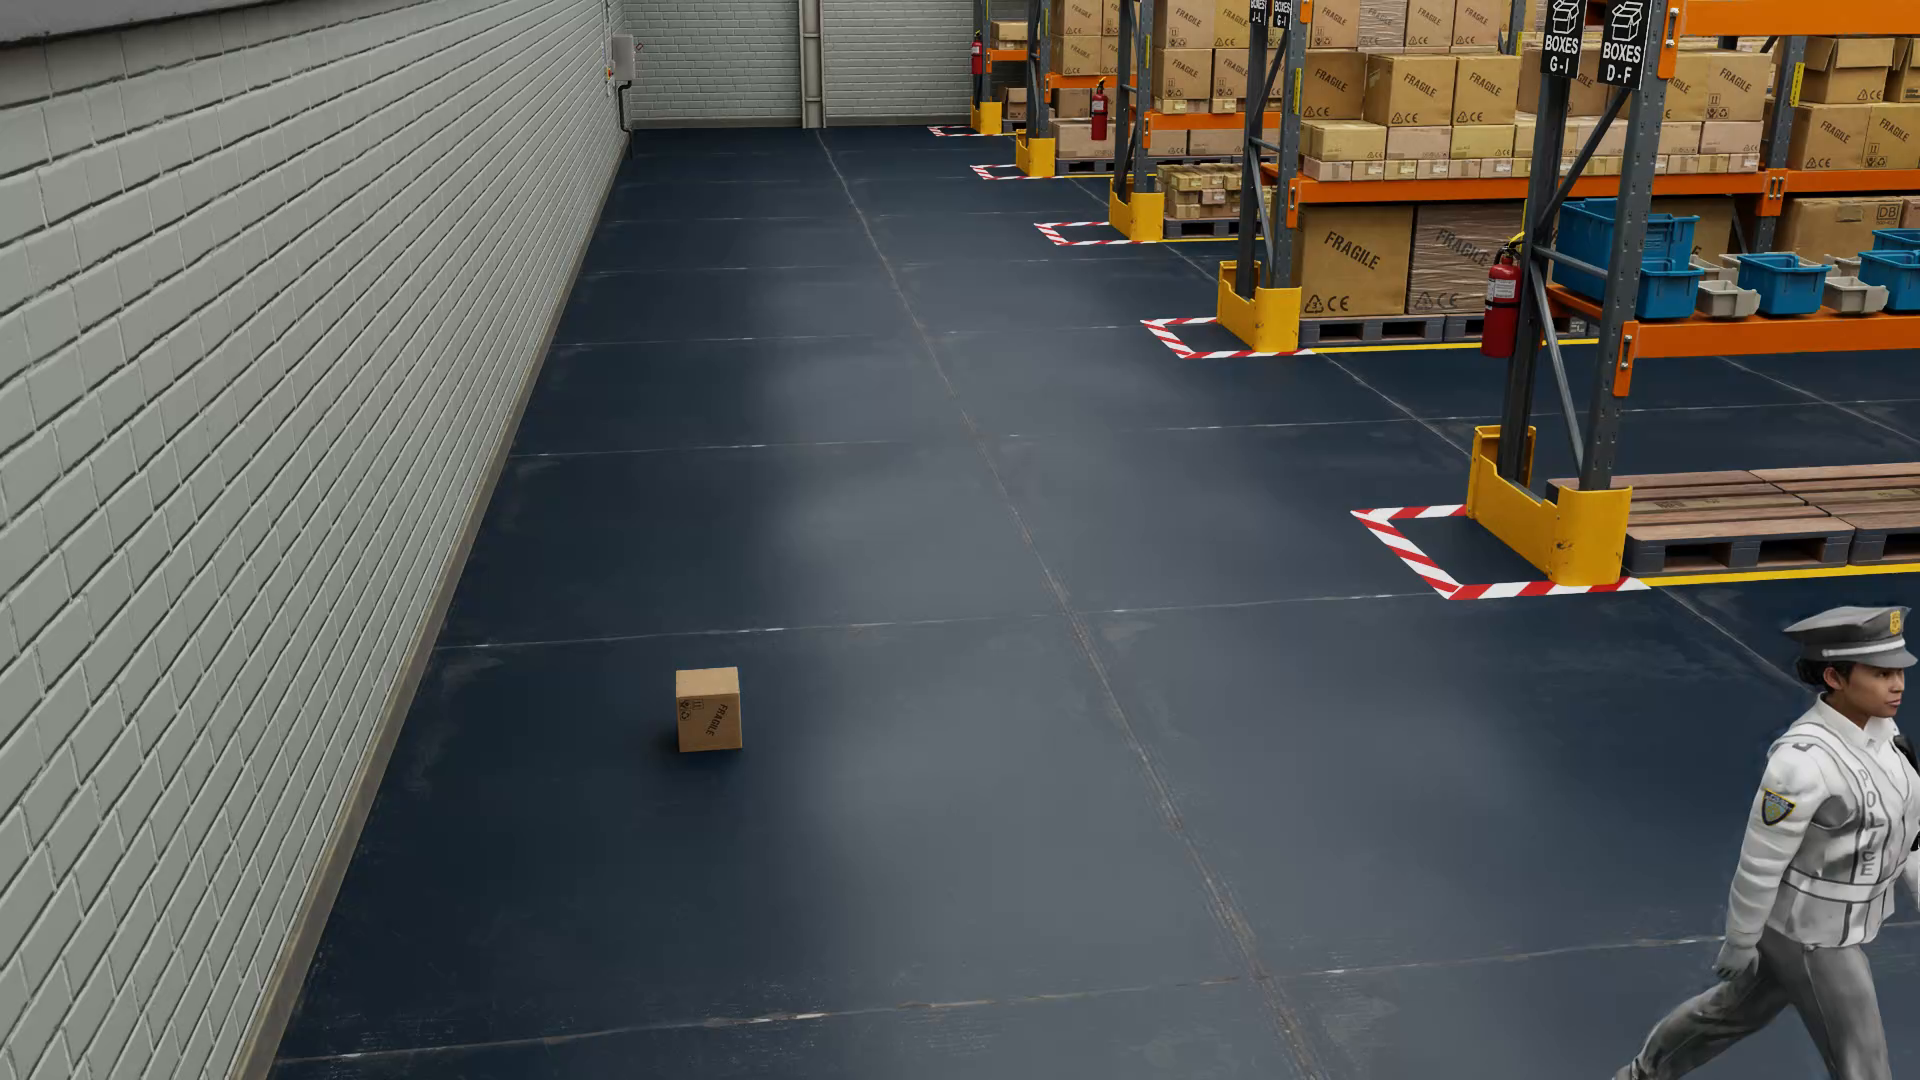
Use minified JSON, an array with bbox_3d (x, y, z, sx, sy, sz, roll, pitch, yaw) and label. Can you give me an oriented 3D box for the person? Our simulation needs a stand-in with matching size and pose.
[{"bbox_3d":[2.140,0.916,4.005,0.990,1.631,0.480,17,26,39],"label":"person"}]
